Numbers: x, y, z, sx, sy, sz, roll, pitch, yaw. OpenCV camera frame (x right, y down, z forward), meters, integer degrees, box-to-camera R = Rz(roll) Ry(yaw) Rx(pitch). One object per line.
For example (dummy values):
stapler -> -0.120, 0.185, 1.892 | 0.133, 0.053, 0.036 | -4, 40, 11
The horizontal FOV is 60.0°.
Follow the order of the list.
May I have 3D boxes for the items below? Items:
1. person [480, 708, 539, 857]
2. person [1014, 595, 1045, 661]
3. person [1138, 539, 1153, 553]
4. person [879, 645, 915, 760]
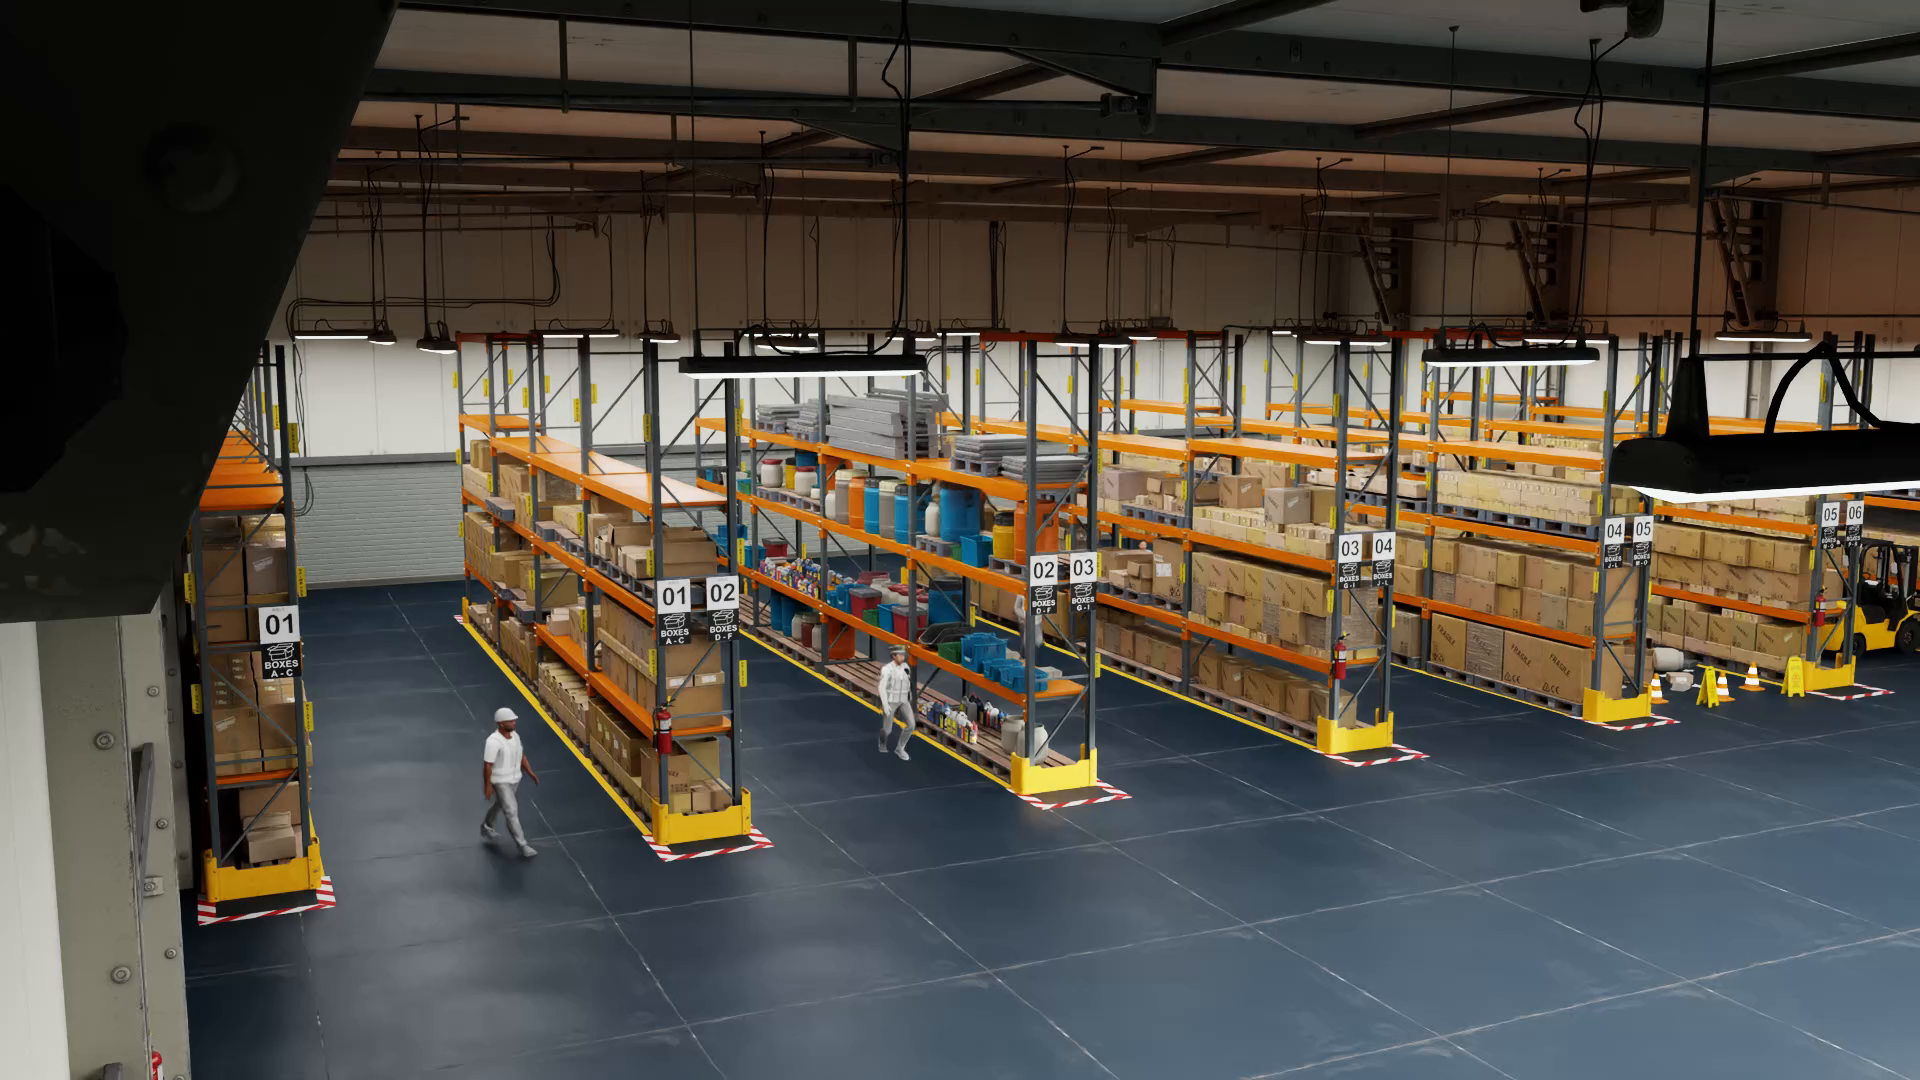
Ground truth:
person -> -5.347, 2.822, 19.678 | 1.120, 1.703, 0.657 | 5, 9, 31
person -> 1.282, 1.459, 30.012 | 0.700, 1.684, 0.718 | -2, 8, -16
person -> 3.904, 0.742, 35.747 | 0.607, 1.574, 0.691 | -2, 8, -14
person -> -0.877, 2.210, 23.064 | 0.569, 1.552, 0.738 | -5, 9, -31
